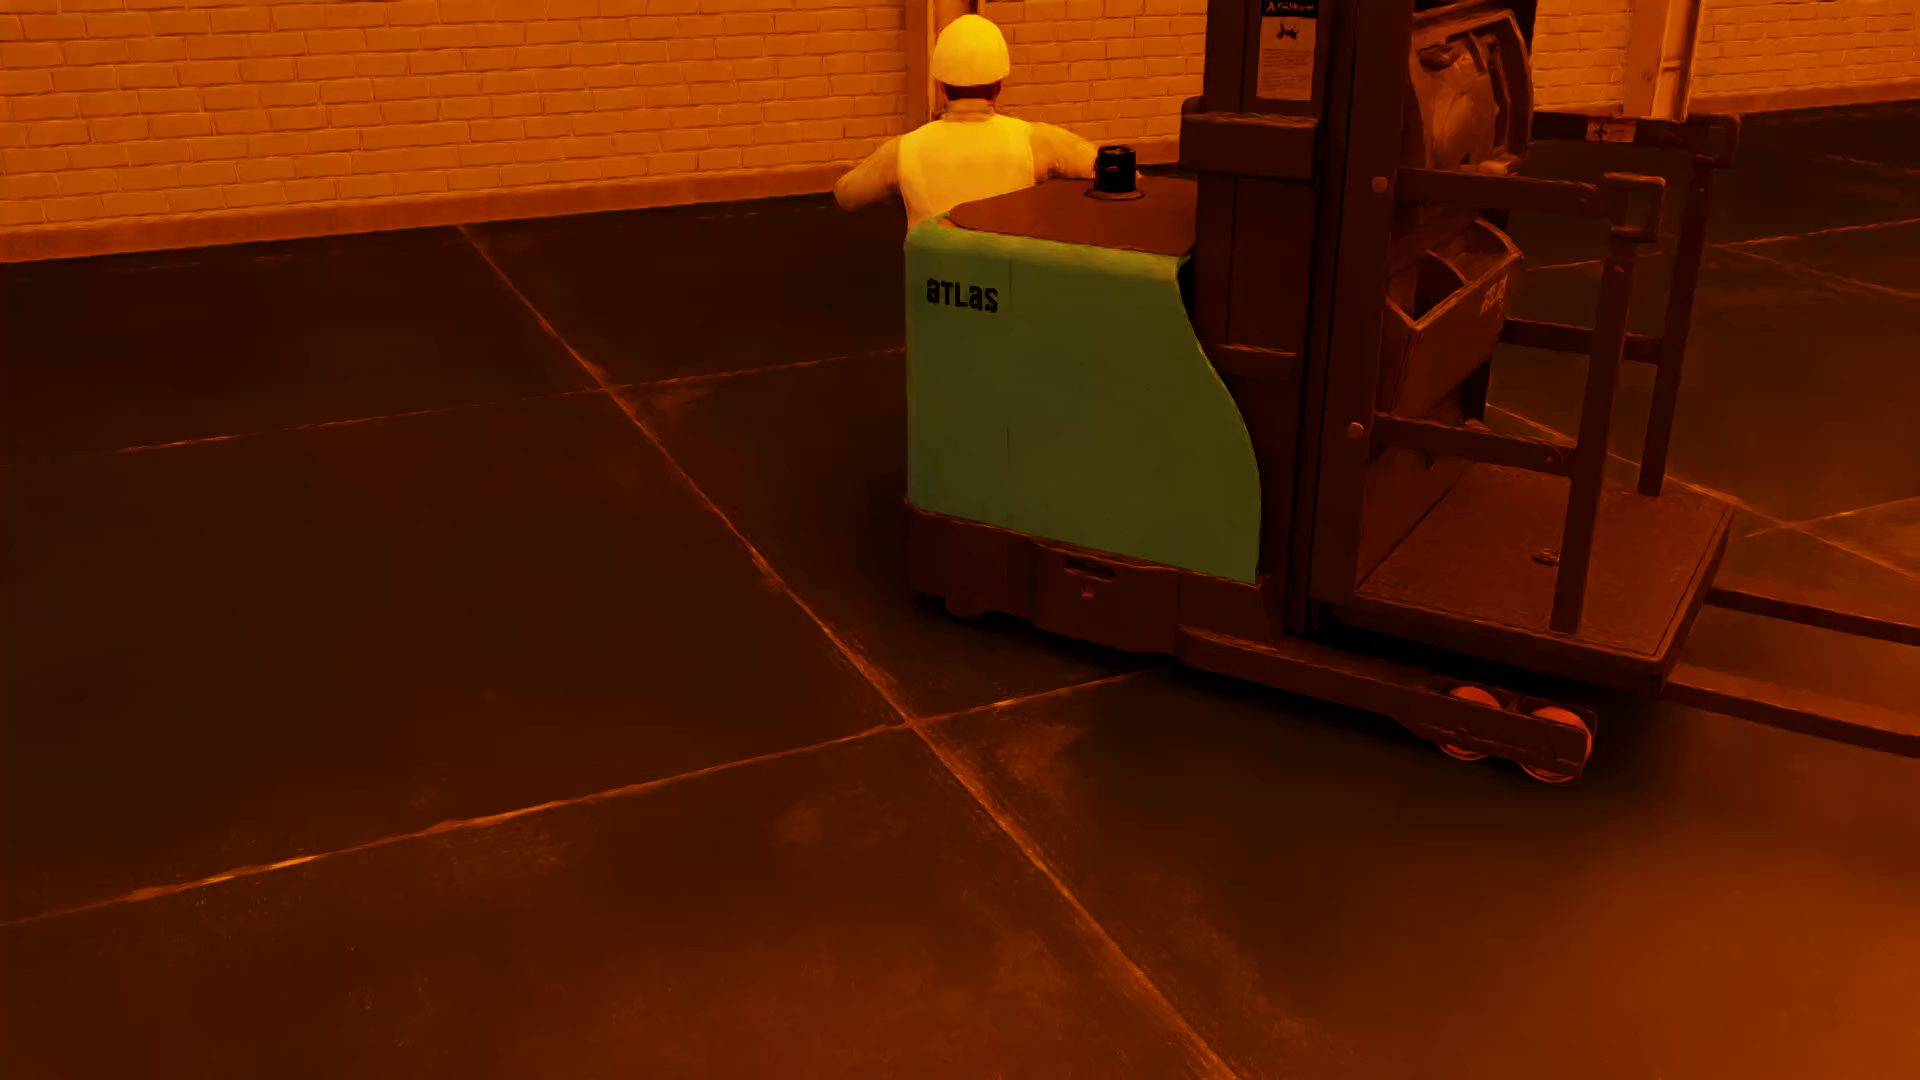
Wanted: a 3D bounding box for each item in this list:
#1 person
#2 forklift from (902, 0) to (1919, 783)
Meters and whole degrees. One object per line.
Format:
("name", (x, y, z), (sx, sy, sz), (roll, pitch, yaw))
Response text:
("person", (0.109, -0.842, 5.139), (0.966, 1.539, 0.862), (0, 23, 0))
("forklift", (1.368, -1.036, 3.779), (3.031, 2.935, 1.130), (13, 26, 29))
